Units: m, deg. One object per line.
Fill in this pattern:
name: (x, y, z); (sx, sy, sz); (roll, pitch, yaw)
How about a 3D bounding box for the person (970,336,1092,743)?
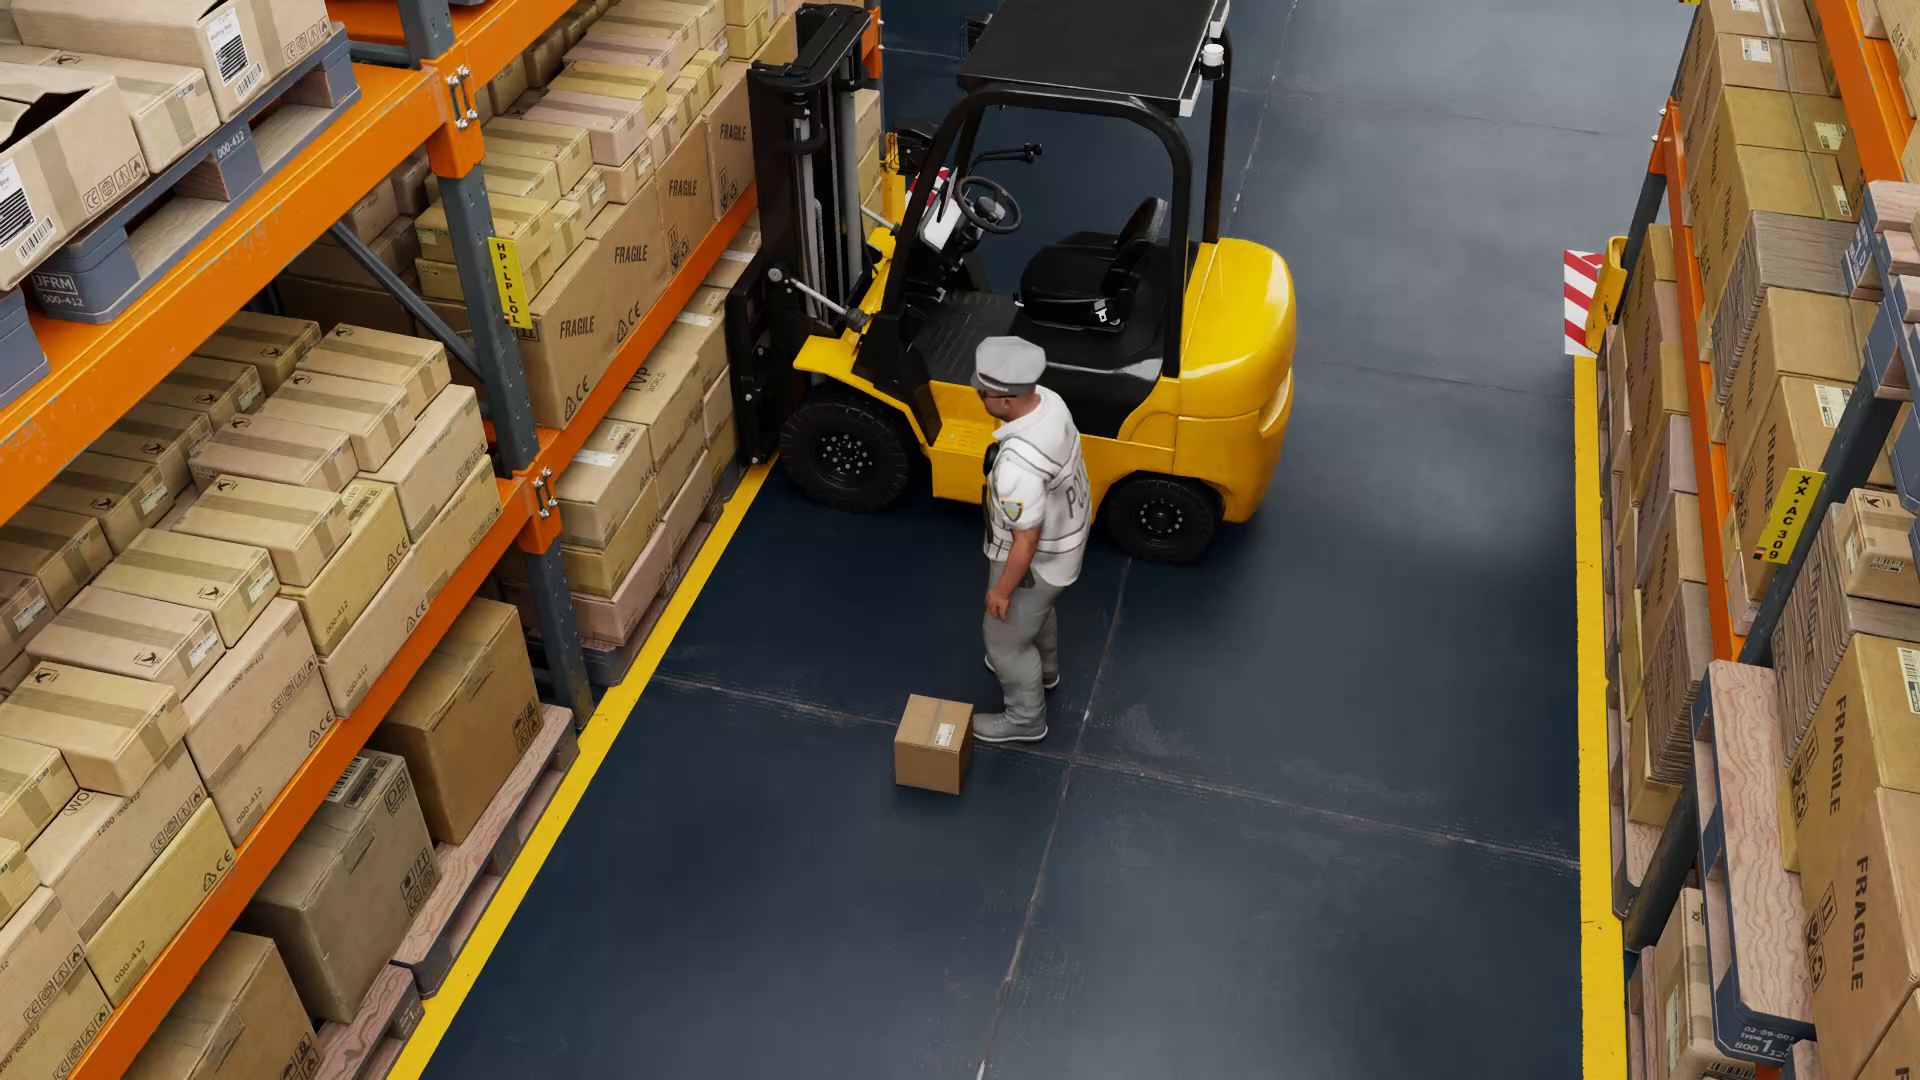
person: (0.253, 0.029, 6.118); (0.433, 1.748, 0.595); (9, 42, 10)
